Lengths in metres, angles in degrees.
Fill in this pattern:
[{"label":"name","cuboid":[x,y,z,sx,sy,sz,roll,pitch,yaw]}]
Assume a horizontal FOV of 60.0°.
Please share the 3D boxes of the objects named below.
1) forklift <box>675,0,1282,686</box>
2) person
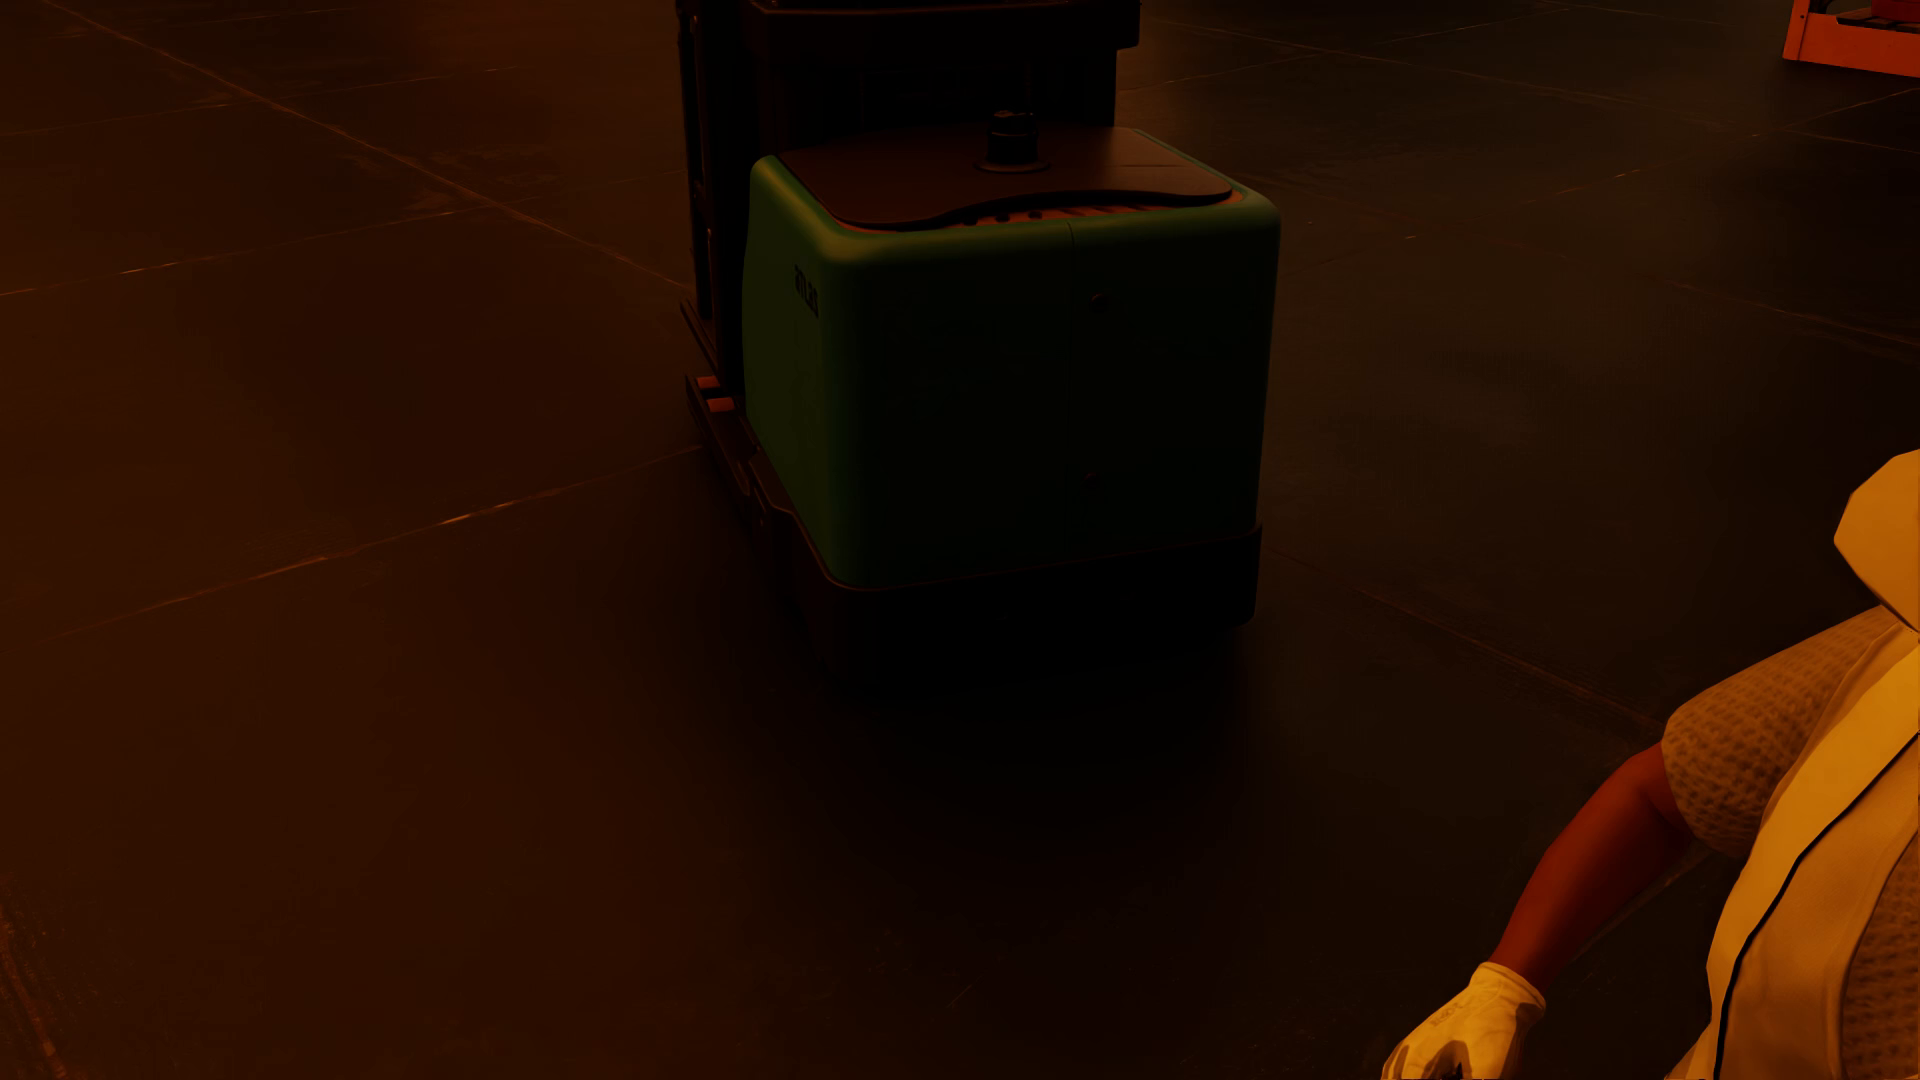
[{"label":"forklift","cuboid":[-0.223,-1.624,4.477,1.130,2.935,3.031,-8,27,-16]},{"label":"person","cuboid":[0.656,0.679,1.238,0.592,1.723,0.808,-13,29,-24]}]
